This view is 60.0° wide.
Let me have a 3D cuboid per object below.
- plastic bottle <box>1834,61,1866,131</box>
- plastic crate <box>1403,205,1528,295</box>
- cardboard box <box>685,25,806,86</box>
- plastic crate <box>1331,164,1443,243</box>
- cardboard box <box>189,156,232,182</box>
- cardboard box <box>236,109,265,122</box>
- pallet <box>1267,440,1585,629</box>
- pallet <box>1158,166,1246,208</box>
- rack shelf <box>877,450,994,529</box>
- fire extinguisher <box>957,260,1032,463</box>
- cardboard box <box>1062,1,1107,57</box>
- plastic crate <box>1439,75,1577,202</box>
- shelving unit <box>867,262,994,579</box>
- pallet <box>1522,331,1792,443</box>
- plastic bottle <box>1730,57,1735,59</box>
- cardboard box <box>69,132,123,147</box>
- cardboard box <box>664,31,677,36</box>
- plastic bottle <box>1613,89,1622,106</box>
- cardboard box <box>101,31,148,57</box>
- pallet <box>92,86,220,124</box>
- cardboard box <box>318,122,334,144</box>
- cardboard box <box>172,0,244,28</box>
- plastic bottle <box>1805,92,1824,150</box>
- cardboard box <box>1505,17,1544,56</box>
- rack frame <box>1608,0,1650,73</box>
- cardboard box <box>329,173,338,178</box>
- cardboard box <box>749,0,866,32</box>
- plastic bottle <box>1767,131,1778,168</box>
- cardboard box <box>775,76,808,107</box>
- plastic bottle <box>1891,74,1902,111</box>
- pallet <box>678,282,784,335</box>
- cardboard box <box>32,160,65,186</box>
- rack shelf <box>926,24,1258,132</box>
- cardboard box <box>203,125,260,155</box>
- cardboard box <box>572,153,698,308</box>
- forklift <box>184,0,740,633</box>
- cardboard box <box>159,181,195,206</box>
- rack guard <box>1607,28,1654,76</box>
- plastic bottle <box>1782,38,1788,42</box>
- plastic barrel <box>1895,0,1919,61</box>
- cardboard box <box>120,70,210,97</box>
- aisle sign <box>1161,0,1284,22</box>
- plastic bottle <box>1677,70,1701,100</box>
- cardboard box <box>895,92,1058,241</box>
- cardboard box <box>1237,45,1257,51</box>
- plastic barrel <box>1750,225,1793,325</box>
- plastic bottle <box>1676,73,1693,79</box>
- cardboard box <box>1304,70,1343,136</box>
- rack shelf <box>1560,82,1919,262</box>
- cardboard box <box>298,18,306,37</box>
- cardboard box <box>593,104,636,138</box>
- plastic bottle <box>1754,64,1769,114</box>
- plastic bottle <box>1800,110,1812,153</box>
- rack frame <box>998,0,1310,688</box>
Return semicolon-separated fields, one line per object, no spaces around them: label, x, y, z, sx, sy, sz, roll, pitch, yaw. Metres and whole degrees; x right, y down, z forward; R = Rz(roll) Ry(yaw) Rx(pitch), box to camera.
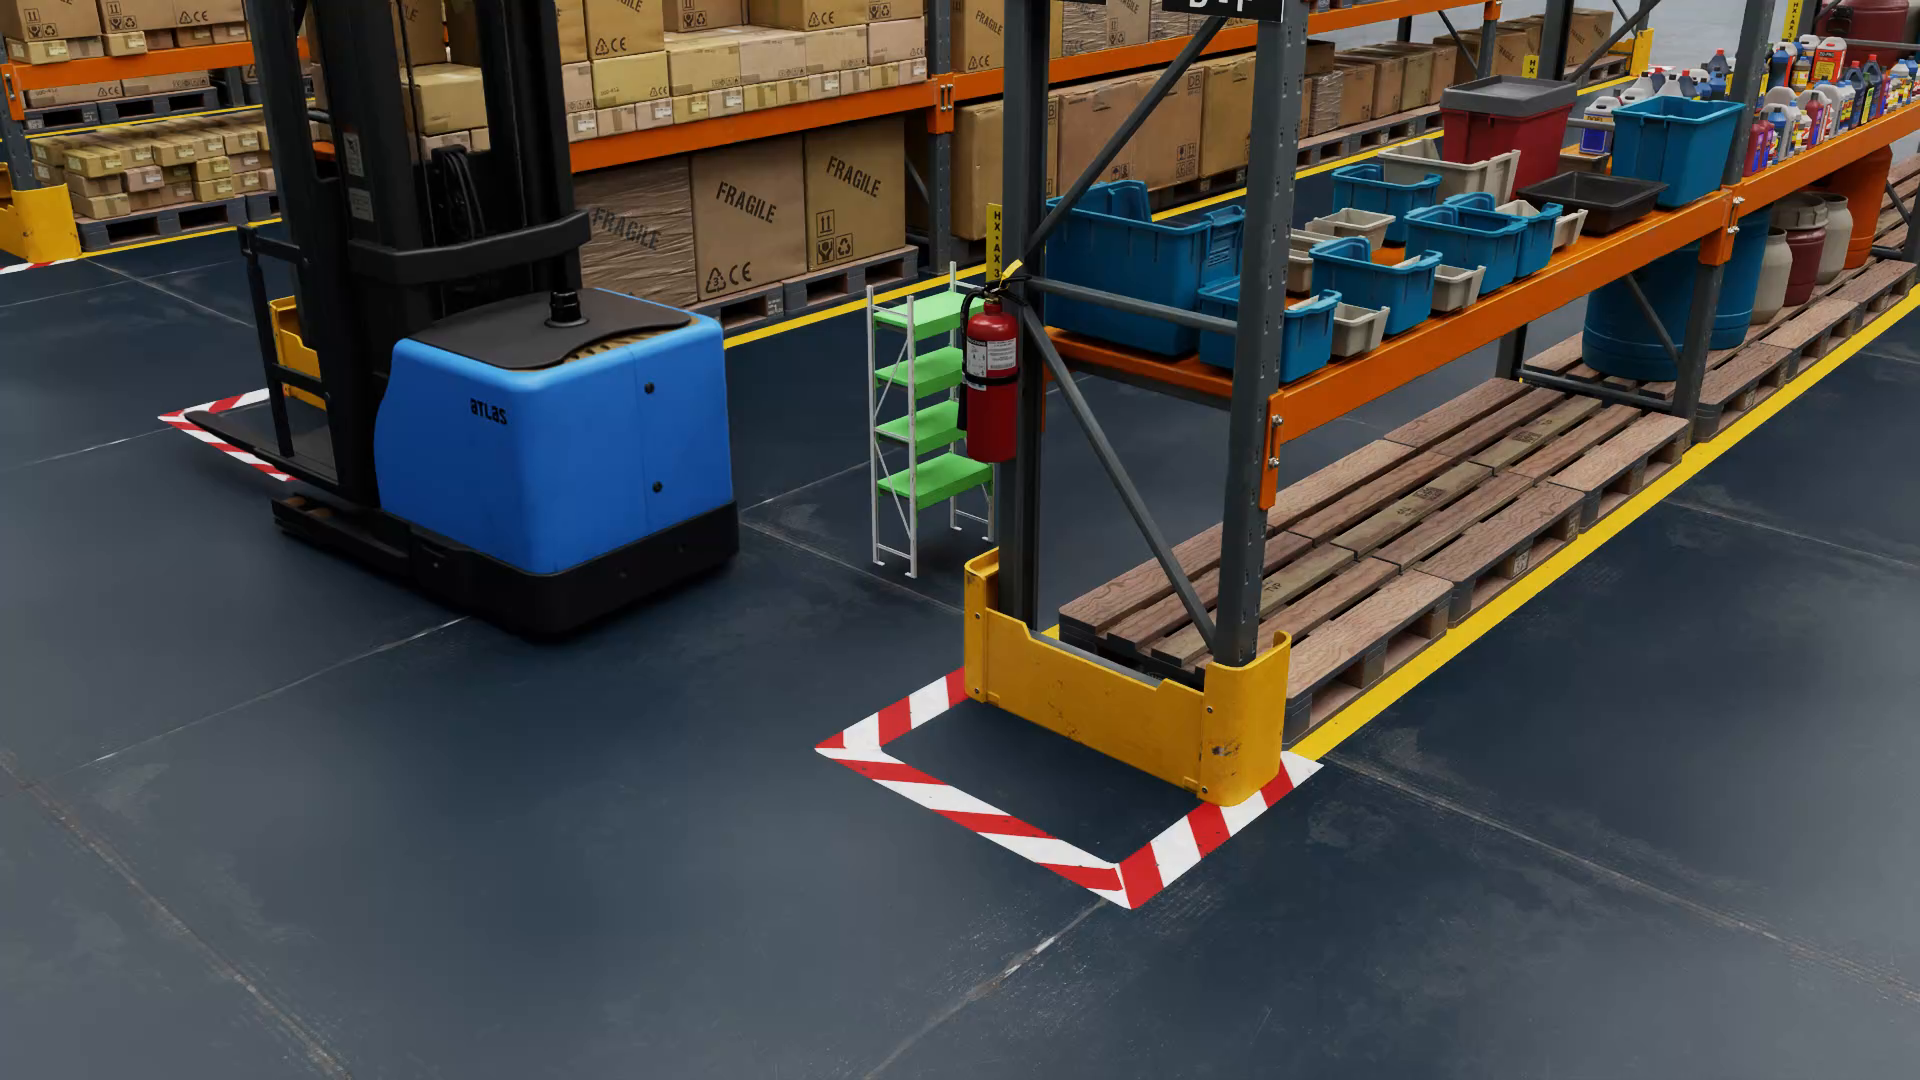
plastic bottle;4.820;-2.416;9.032;0.144;0.351;0.185;20;31;38
plastic crate;1.835;-1.061;6.080;0.416;0.233;0.300;20;31;38
cardboard box;-1.256;-2.841;9.741;0.500;0.250;0.500;21;32;39
plastic crate;1.726;-1.370;6.770;0.416;0.233;0.300;20;31;38
cardboard box;-5.654;-2.792;12.418;0.380;0.149;0.250;21;32;39
cardboard box;-5.545;-3.324;13.241;0.380;0.149;0.250;20;31;38
pallet;1.940;-0.061;7.129;1.003;0.211;1.213;20;31;38
pallet;1.614;-3.021;13.730;1.003;0.211;1.213;20;31;38
rack shelf;-0.110;-0.220;7.016;0.258;0.148;0.480;20;31;38
fire extinguisher;0.107;-0.596;5.463;0.296;0.674;0.183;20;31;38
cardboard box;0.690;-3.717;11.753;0.500;0.500;0.500;19;31;36
plastic crate;2.433;-1.795;7.435;0.402;0.464;0.583;20;31;38
shelving unit;-0.110;-0.497;6.892;0.258;1.200;0.503;20;31;38
pallet;3.762;-0.893;8.984;1.003;0.211;1.213;20;31;38
plastic bottle;4.487;-2.678;9.715;0.097;0.271;0.097;0;24;0
cardboard box;-6.394;-2.914;12.327;0.380;0.149;0.250;21;32;38
cardboard box;-1.994;-2.832;9.720;0.500;0.250;0.500;20;31;38
plastic bottle;3.358;-2.180;8.588;0.061;0.283;0.133;20;31;38
cardboard box;-5.950;-3.511;11.722;0.380;0.149;0.250;19;30;36
pallet;-8.419;-4.517;17.067;1.003;0.211;1.213;20;31;38
cardboard box;-3.150;-2.159;8.707;0.380;0.149;0.250;21;32;38
cardboard box;-5.589;-4.019;12.062;0.500;0.500;0.500;21;31;38
plastic bottle;4.371;-2.154;8.531;0.061;0.283;0.133;20;31;38
cardboard box;6.301;-5.439;18.255;0.500;0.500;0.500;-21;31;-38
rack frame;7.536;-6.950;19.085;1.000;3.000;0.127;20;31;38
cardboard box;-5.022;-2.981;13.204;0.380;0.149;0.250;21;32;38
cardboard box;-0.918;-3.339;9.934;0.500;0.500;0.500;21;31;38
plastic bottle;3.930;-1.927;8.125;0.097;0.201;0.097;0;24;0
cardboard box;-1.119;-2.684;9.876;0.380;0.149;0.250;21;31;38
plastic bottle;5.363;-2.581;9.584;0.097;0.201;0.097;0;24;0
pallet;-1.853;-1.438;10.199;1.003;0.211;1.213;20;31;38
cardboard box;-6.629;-2.726;12.271;0.380;0.149;0.250;19;30;36
rack shelf;0.862;-3.575;12.437;1.077;0.370;4.000;20;31;38
cardboard box;-5.512;-3.028;12.582;0.380;0.149;0.250;22;32;39
cardboard box;-2.168;-1.792;9.663;0.875;0.875;0.875;20;31;38
forklift;-2.385;-1.460;6.923;3.031;2.935;1.130;18;30;35
cardboard box;-5.906;-2.603;12.361;0.380;0.149;0.250;21;31;38
rack guard;7.485;-5.787;19.545;1.175;0.500;0.348;20;31;38
plastic bottle;5.102;-2.976;10.364;0.061;0.283;0.133;20;31;38
plastic barrel;6.413;-3.583;11.439;0.421;0.512;0.421;0;24;0
cardboard box;-8.352;-4.861;17.043;0.875;0.438;0.875;20;31;37
aisle sign;0.719;-1.806;4.435;0.394;0.787;0.004;20;31;38
plastic bottle;3.816;-2.306;8.786;0.144;0.351;0.185;20;31;38
cardboard box;-0.061;-2.717;11.727;1.225;0.875;0.875;20;31;38
cardboard box;2.622;-4.128;14.390;0.500;0.250;0.500;22;32;40
plastic barrel;4.507;-1.523;9.507;0.421;0.512;0.421;0;24;0
plastic bottle;3.908;-2.399;9.087;0.152;0.276;0.135;20;31;38
cardboard box;2.990;-3.955;14.922;0.700;0.500;0.500;17;29;33
rack shelf;4.550;-2.223;9.421;1.077;0.370;4.000;20;31;38
cardboard box;-5.105;-3.918;12.629;0.380;0.149;0.250;21;32;39
cardboard box;-1.975;-2.293;9.004;0.380;0.149;0.250;19;31;37
plastic bottle;4.524;-2.624;9.496;0.144;0.351;0.185;20;31;38
plastic bottle;4.280;-2.087;8.481;0.097;0.201;0.097;0;24;0
rack frame;0.546;-0.723;5.196;1.000;3.000;0.127;20;31;38
